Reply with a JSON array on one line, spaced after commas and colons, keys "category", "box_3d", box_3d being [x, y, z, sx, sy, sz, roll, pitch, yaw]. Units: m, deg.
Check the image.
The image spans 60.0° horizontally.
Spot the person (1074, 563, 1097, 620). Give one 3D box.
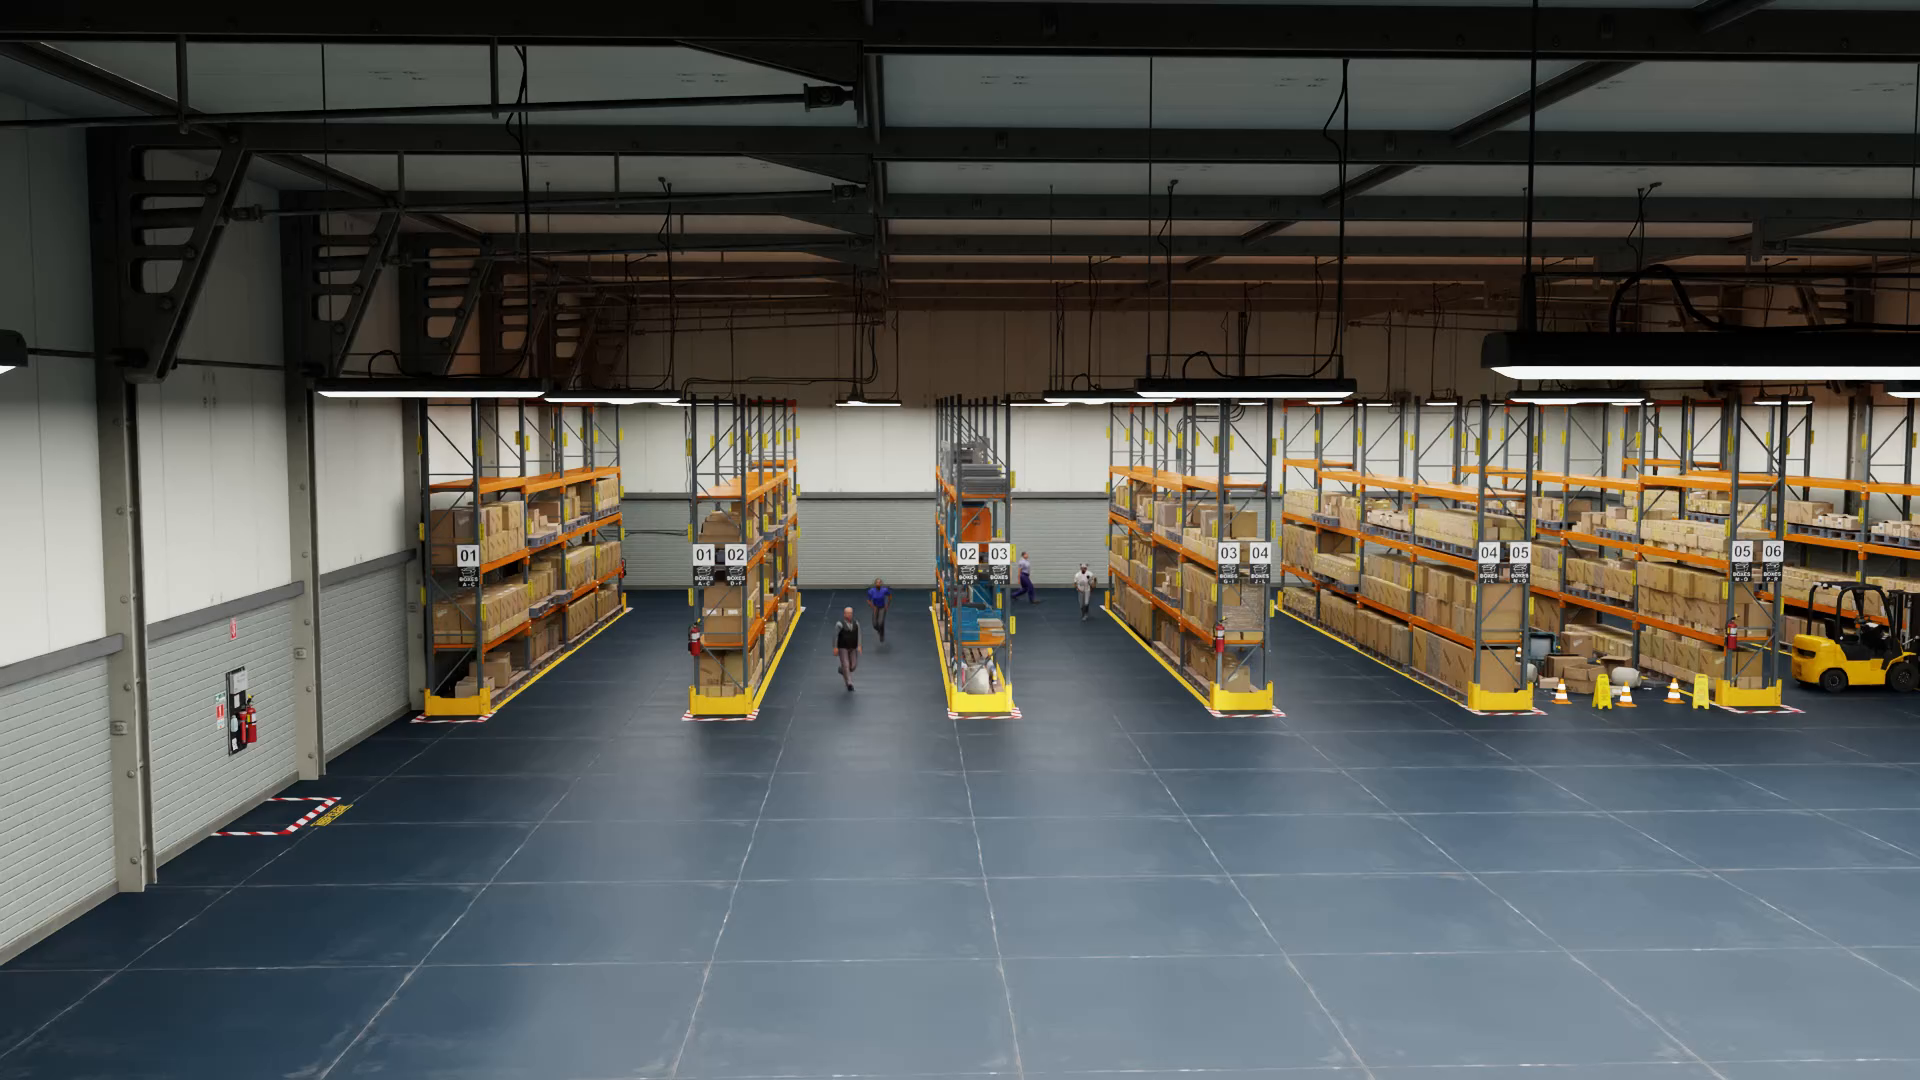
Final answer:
[{"category": "person", "box_3d": [3.391, 1.391, 44.955, 0.612, 1.599, 0.736, 1, 5, 9]}]

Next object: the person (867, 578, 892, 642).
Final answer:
[{"category": "person", "box_3d": [-1.926, 1.682, 39.819, 0.570, 1.552, 0.742, 1, 5, 7]}]

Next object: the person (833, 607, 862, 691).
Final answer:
[{"category": "person", "box_3d": [-2.253, 2.199, 33.792, 0.555, 1.657, 1.018, -3, 6, -37]}]

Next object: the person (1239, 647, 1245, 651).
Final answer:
[{"category": "person", "box_3d": [6.704, 1.794, 39.298, 0.695, 1.687, 0.620, 0, 5, 6]}]

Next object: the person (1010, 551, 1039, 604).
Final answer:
[{"category": "person", "box_3d": [1.923, 1.089, 49.060, 0.907, 1.543, 0.476, 2, 5, 22]}]
